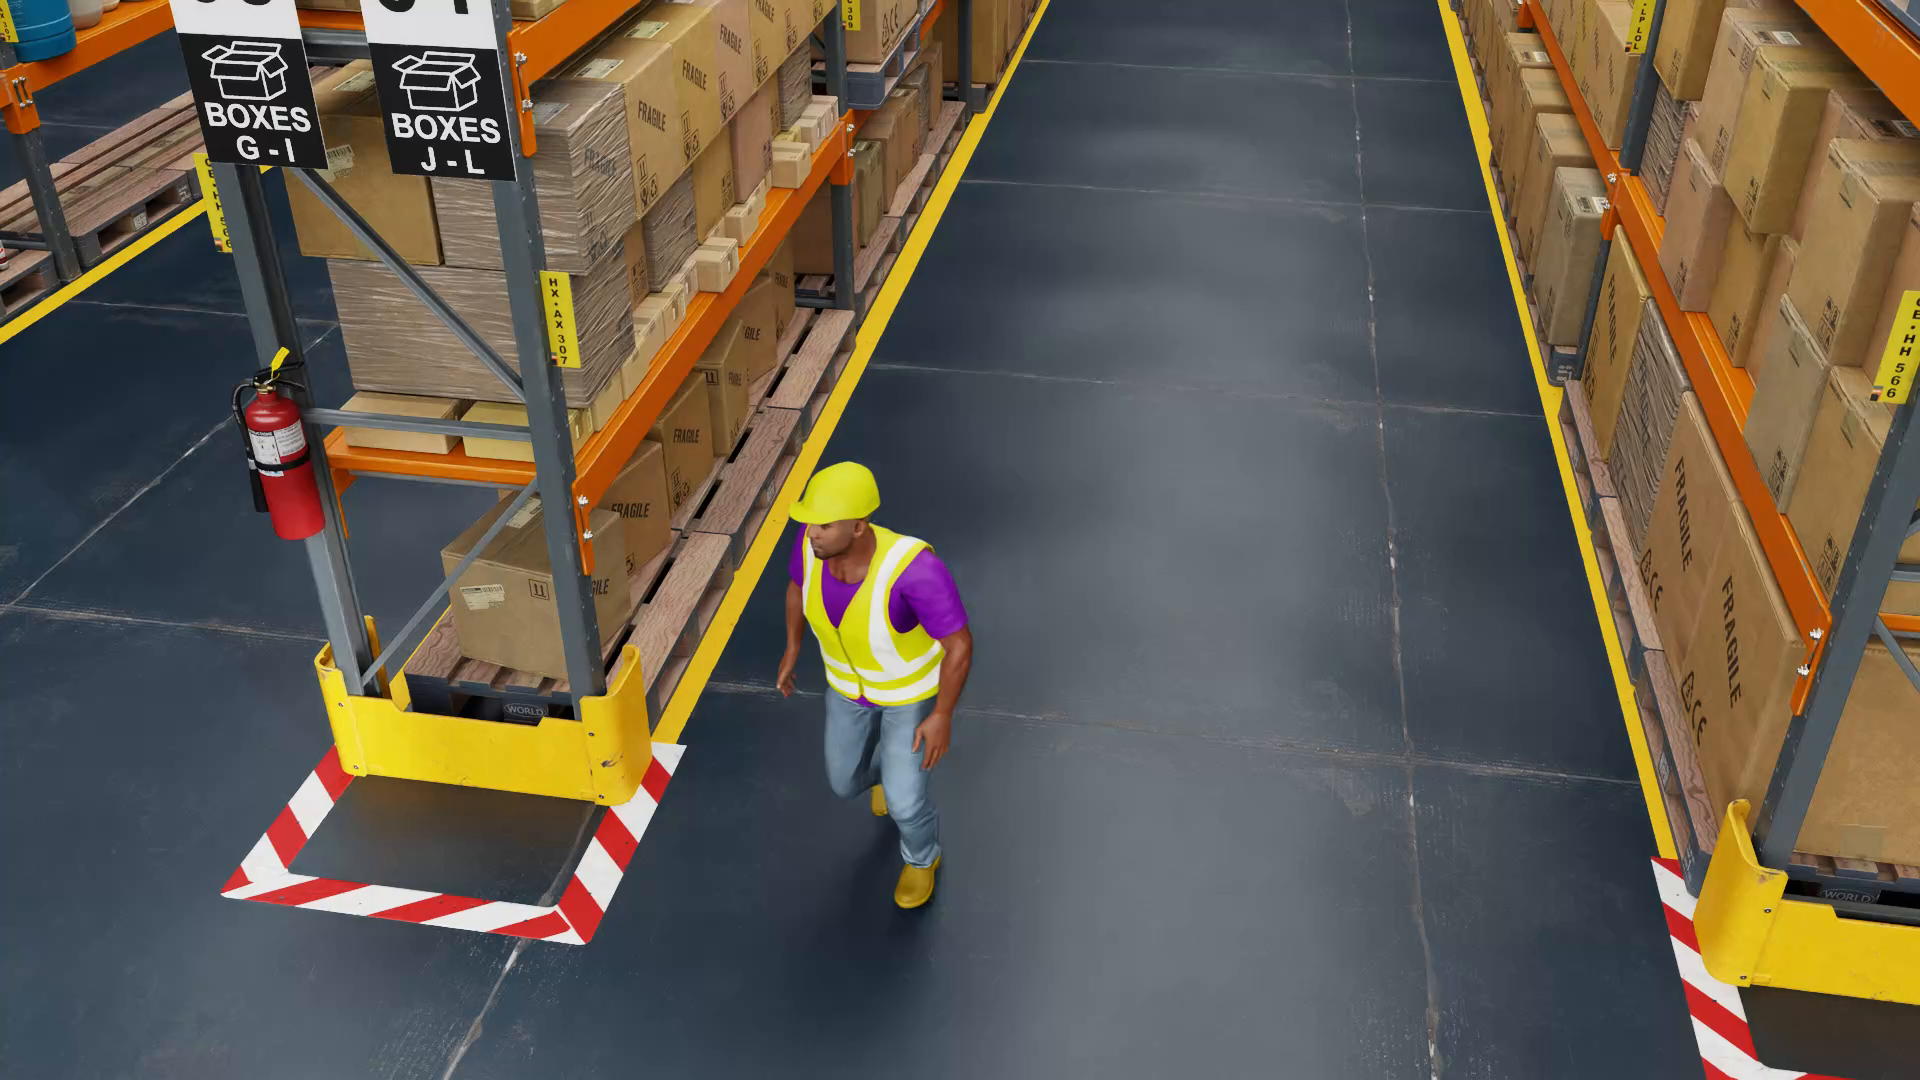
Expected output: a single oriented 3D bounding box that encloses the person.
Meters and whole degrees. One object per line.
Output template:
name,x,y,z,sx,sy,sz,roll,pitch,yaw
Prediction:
person,-0.241,0.425,5.496,0.743,1.690,0.689,16,36,24
